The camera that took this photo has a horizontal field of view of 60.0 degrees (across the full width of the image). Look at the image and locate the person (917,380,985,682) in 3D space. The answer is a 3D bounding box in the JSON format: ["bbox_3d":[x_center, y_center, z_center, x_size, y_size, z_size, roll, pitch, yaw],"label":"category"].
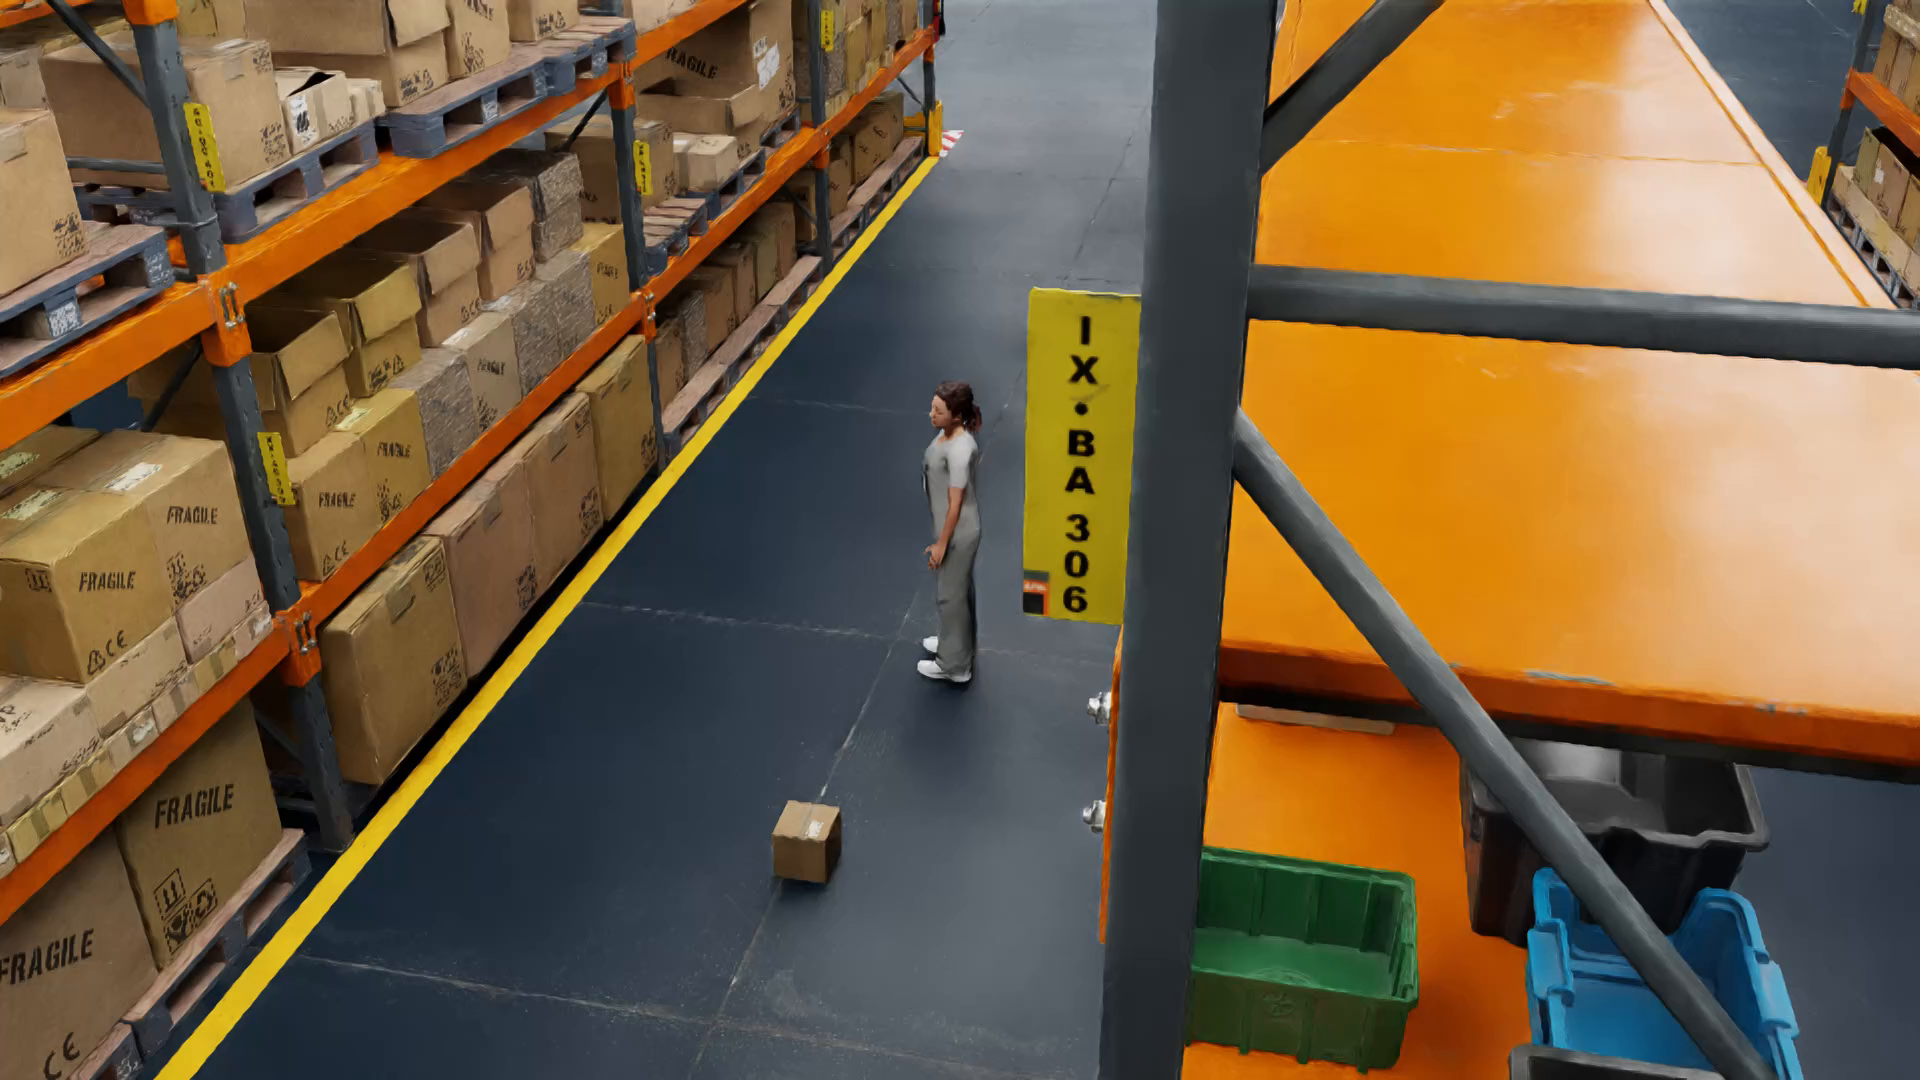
[{"bbox_3d":[-0.062,-0.020,8.664,0.354,1.621,0.496,-2,29,-3],"label":"person"}]
